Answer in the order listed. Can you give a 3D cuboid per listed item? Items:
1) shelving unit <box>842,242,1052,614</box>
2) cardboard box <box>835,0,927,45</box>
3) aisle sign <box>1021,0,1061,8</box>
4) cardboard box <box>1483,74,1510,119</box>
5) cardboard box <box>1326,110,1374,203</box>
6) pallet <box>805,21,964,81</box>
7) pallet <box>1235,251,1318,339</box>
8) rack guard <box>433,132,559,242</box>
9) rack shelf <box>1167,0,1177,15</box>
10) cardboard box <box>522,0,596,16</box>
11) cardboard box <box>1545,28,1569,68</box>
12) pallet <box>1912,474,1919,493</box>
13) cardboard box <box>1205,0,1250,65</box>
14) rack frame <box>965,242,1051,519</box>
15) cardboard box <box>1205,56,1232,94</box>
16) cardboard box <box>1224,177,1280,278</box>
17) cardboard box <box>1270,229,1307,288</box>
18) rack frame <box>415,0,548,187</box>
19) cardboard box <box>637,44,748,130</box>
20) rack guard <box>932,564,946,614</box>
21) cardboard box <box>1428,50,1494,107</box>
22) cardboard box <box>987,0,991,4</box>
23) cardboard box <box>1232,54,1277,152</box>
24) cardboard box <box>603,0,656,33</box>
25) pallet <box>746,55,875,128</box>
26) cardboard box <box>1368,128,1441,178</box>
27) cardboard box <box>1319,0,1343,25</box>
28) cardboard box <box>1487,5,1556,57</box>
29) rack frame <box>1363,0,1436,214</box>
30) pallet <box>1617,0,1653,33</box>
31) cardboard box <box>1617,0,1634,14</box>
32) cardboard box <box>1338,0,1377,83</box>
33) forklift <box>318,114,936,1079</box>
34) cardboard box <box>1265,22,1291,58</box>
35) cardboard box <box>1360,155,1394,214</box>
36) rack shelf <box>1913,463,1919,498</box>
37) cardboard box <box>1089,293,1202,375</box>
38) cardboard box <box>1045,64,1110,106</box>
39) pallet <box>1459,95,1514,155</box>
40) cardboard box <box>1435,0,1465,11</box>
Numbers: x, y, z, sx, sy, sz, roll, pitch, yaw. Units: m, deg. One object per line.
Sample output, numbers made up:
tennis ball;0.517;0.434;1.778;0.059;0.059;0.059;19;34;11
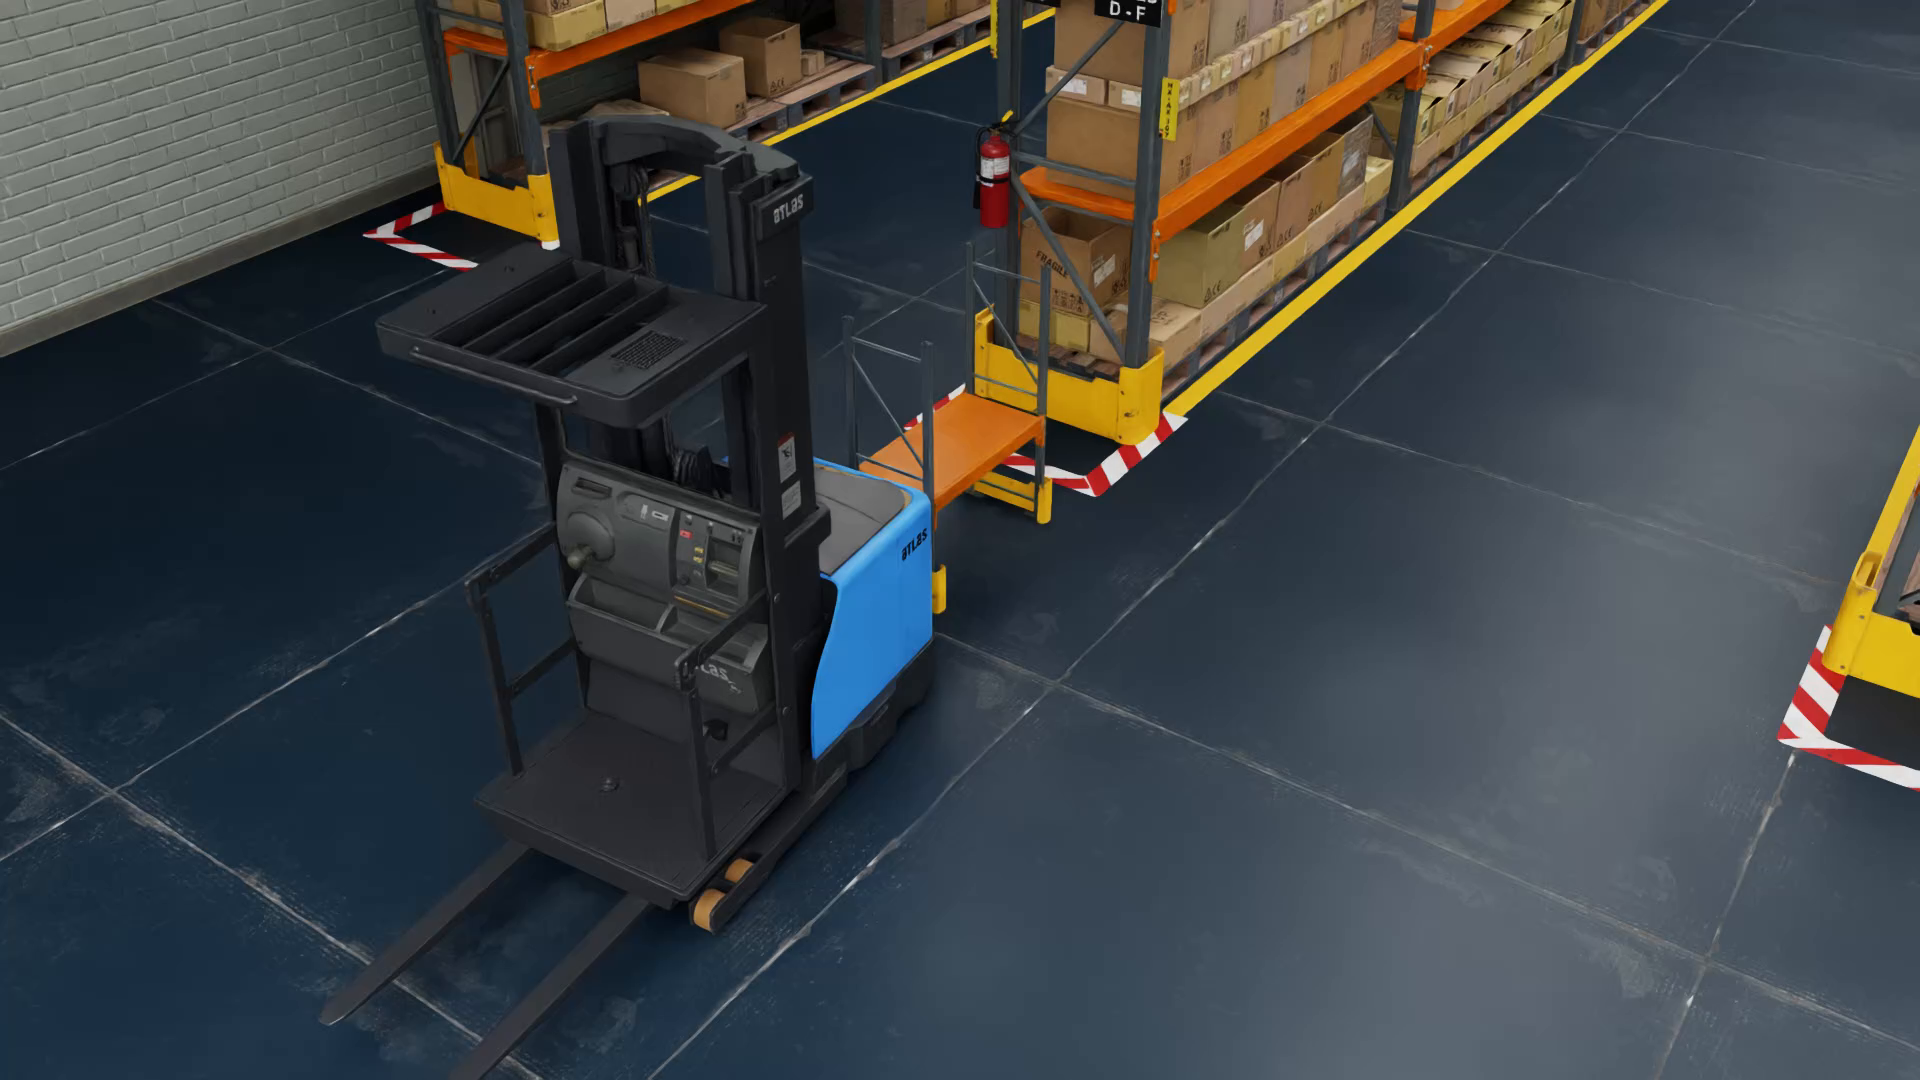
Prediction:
shelving unit;-0.043;-0.586;8.454;0.587;1.500;1.083;21;39;28
cardboard box;-0.736;-4.970;15.436;0.700;0.500;0.500;23;40;30
aisle sign;0.370;-3.199;8.657;0.394;0.787;0.004;21;39;28
cardboard box;4.240;-3.748;13.870;0.500;0.250;0.500;22;40;29
cardboard box;2.550;-2.735;11.702;0.500;0.500;0.500;21;39;28
pallet;-0.699;-4.683;15.662;1.003;0.211;1.213;21;39;28
pallet;1.747;-1.827;11.439;1.003;0.211;1.213;21;39;28
rack guard;-3.379;-2.638;12.380;1.175;0.500;0.348;21;39;28
rack shelf;1.789;-3.923;10.014;1.077;0.370;4.000;21;39;28
cardboard box;-2.904;-4.019;11.638;0.500;0.500;0.500;21;39;28
cardboard box;5.111;-4.455;14.915;0.500;0.250;0.500;22;40;29
pallet;5.885;-0.300;9.181;1.003;0.211;1.213;21;39;28
cardboard box;1.251;-3.116;9.608;0.700;0.500;0.500;20;39;27
rack frame;0.241;-0.816;8.793;0.500;1.500;0.032;21;39;28
cardboard box;1.341;-2.717;9.597;0.380;0.149;0.250;21;40;28
cardboard box;1.696;-2.044;10.681;0.500;0.500;0.500;21;39;28
cardboard box;1.994;-1.959;11.224;0.500;0.250;0.500;21;39;28
rack frame;-3.423;-3.639;11.628;1.000;3.000;0.127;21;39;28
cardboard box;-2.170;-3.659;13.497;0.700;0.500;0.500;19;38;25
rack guard;-0.327;0.161;8.465;0.587;0.250;0.087;21;39;28
cardboard box;3.954;-3.744;13.363;0.500;0.311;0.500;20;39;27
cardboard box;0.122;-5.681;16.488;0.700;0.500;0.500;21;39;28
cardboard box;1.509;-2.780;10.270;0.700;0.500;0.500;22;40;28
cardboard box;-2.599;-3.951;12.207;0.500;0.250;0.500;20;39;27
pallet;-1.496;-4.004;14.658;1.003;0.211;1.213;21;39;28
cardboard box;3.363;-3.040;12.823;0.500;0.250;0.500;20;39;27
cardboard box;2.225;-3.432;10.654;0.380;0.149;0.250;22;40;29
cardboard box;4.823;-4.446;14.401;0.500;0.311;0.500;21;39;28
rack frame;2.930;-3.899;12.013;1.000;3.000;0.127;21;39;28
pallet;6.363;-5.475;16.834;1.003;0.211;1.213;21;39;28
cardboard box;6.289;-5.477;16.185;0.500;0.500;0.500;21;39;28
cardboard box;2.386;-3.489;11.318;0.700;0.500;0.500;21;39;28
forklift;-1.276;0.049;6.237;1.130;2.935;3.031;18;38;24
cardboard box;1.782;-3.073;10.124;0.380;0.149;0.250;21;39;28
cardboard box;2.845;-2.651;12.247;0.500;0.250;0.500;21;39;28
rack shelf;5.856;-1.097;8.512;1.077;0.370;4.000;21;39;28
cardboard box;1.137;-1.269;10.204;0.500;0.250;0.500;21;39;28
cardboard box;0.710;-2.605;9.432;0.380;0.149;0.250;21;39;27
pallet;4.013;-3.659;14.148;1.003;0.211;1.213;21;39;28
cardboard box;3.603;-4.137;12.590;0.380;0.149;0.250;21;39;28
